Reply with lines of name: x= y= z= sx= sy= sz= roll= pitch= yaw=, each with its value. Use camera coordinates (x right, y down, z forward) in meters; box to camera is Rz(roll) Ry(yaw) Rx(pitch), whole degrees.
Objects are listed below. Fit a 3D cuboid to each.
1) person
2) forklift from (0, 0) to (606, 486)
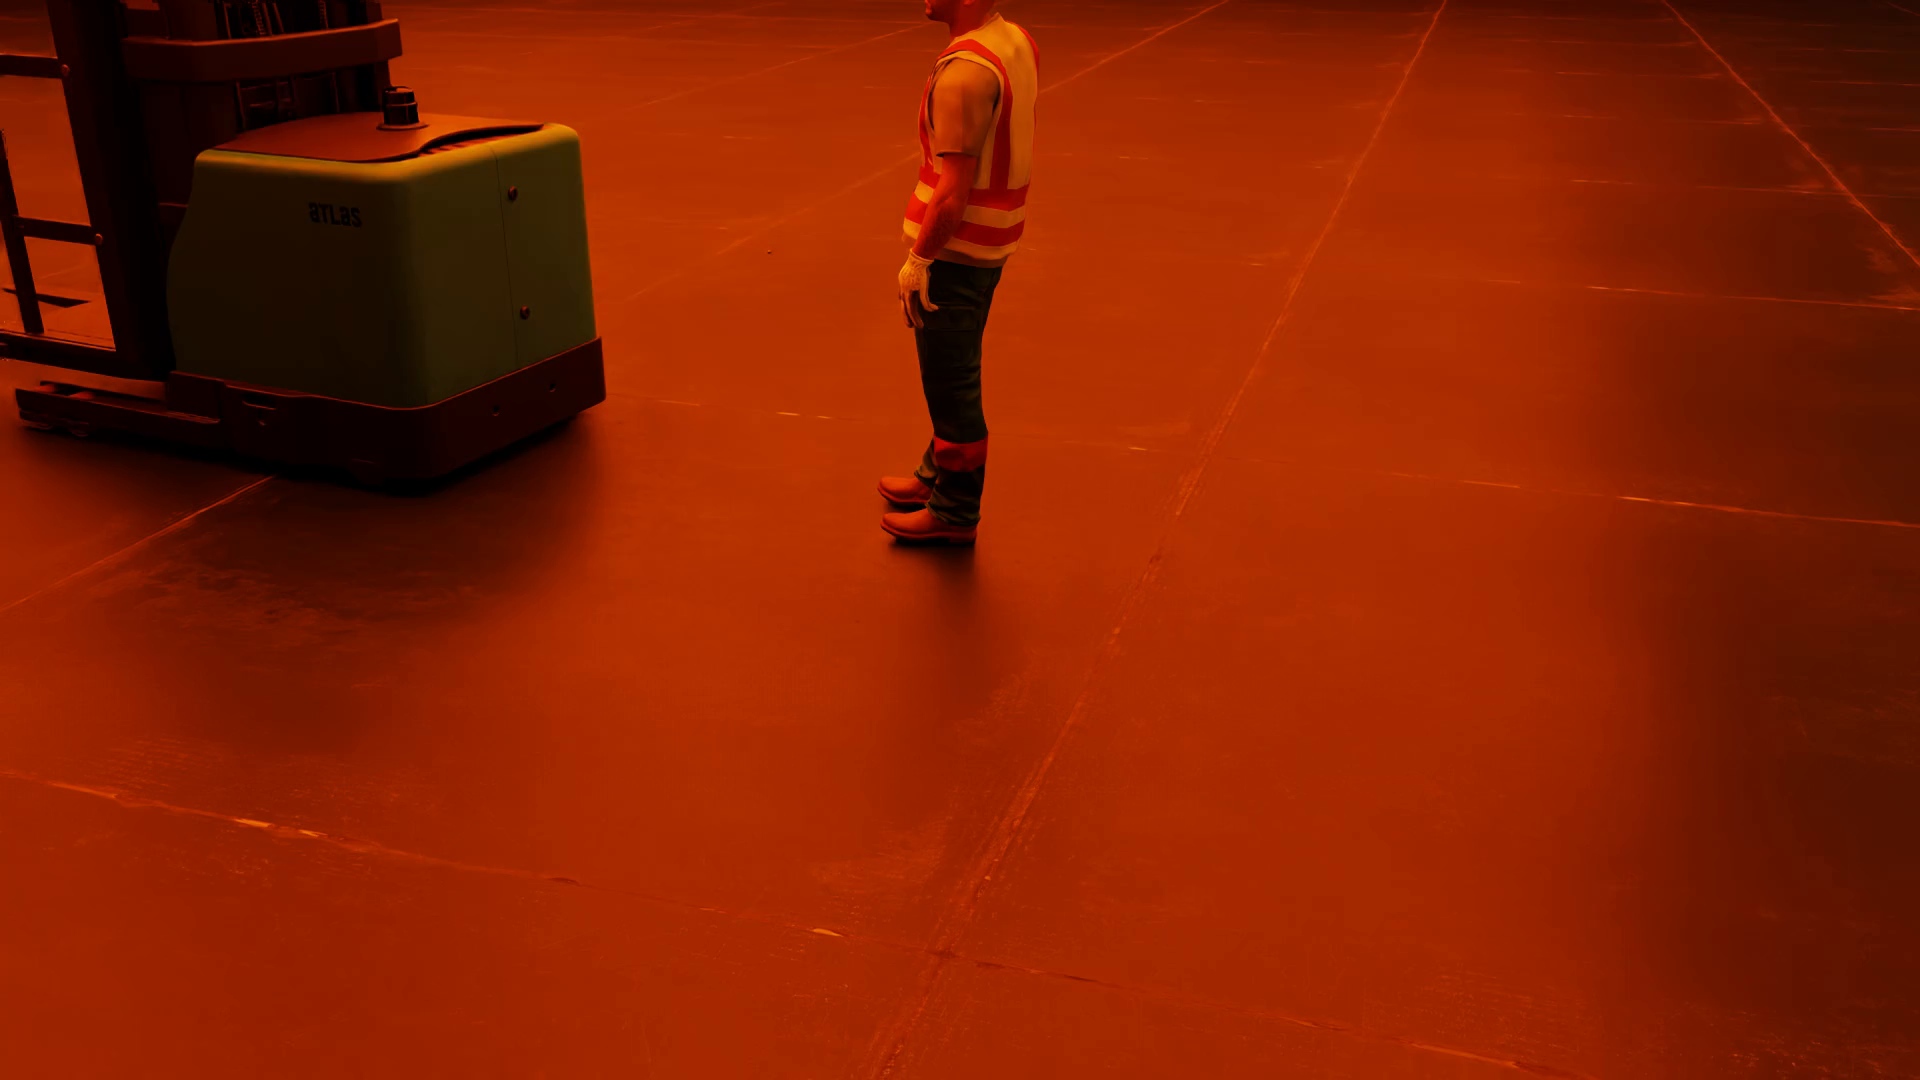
person: x=-0.073 y=-0.847 z=4.809 sx=0.564 sy=1.787 sz=0.637 roll=7 pitch=23 yaw=16
forklift: x=-2.881 y=-1.897 z=5.874 sx=3.031 sy=2.935 sz=1.130 roll=10 pitch=25 yaw=23
